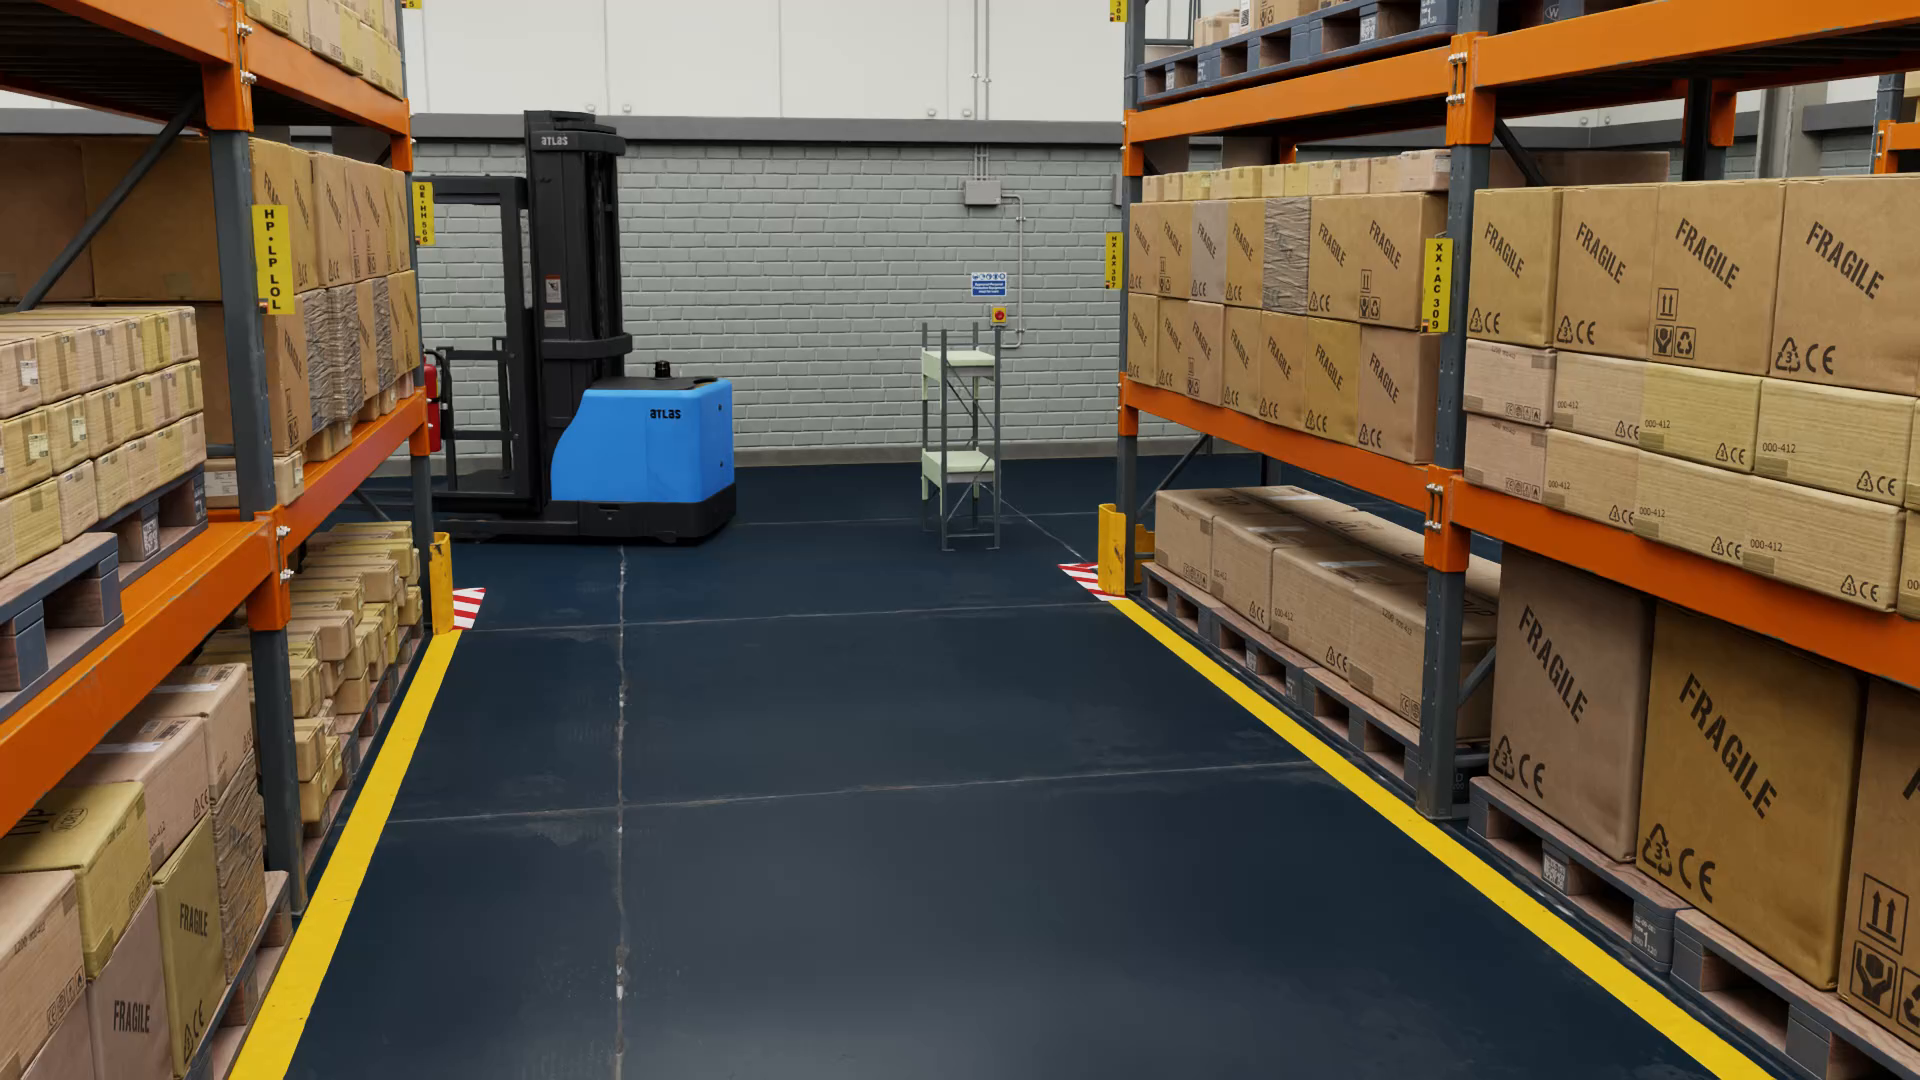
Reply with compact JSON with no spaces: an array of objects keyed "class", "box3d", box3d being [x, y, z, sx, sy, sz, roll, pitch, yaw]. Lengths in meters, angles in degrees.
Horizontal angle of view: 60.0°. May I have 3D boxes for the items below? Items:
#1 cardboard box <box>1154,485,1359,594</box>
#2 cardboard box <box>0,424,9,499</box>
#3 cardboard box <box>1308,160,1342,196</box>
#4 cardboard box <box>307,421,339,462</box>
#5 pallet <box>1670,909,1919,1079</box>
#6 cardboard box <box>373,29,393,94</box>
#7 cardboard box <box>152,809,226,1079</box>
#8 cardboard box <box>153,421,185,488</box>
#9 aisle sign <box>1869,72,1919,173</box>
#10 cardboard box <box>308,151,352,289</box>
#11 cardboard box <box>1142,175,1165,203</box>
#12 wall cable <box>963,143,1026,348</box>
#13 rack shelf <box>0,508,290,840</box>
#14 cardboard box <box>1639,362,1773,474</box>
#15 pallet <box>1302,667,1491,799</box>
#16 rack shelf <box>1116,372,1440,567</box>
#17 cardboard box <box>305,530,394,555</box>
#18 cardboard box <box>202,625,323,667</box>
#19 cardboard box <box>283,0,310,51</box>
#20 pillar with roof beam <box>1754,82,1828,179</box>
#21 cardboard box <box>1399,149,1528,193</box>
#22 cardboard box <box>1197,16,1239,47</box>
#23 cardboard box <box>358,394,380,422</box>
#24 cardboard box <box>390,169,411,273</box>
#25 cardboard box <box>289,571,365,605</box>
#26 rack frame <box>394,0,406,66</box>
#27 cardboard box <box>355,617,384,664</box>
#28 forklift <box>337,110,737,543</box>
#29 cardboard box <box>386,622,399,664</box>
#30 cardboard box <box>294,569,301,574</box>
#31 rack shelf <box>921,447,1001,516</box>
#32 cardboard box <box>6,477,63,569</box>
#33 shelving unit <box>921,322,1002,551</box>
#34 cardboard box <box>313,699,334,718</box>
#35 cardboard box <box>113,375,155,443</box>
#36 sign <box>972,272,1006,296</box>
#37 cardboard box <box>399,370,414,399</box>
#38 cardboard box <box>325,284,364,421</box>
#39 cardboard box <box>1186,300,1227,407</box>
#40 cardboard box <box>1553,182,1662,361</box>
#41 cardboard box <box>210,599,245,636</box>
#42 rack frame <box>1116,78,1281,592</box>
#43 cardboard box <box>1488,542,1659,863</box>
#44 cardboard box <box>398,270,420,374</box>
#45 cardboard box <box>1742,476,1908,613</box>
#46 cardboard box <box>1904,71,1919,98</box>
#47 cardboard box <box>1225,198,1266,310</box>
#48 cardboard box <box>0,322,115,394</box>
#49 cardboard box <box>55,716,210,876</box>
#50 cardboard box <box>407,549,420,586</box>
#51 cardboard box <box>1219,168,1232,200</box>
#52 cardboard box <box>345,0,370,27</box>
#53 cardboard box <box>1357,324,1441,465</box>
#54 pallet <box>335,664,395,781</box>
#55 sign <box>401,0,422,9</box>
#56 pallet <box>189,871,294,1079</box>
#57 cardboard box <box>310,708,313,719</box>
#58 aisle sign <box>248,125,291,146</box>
[{"class":"cardboard box","box3d":[1.673,-0.016,9.489,0.875,0.438,0.875,-3,11,-13]},{"class":"cardboard box","box3d":[-2.039,-0.131,3.114,0.380,0.149,0.250,-2,11,-9]},{"class":"cardboard box","box3d":[1.718,-1.545,7.116,0.380,0.149,0.250,-2,11,-11]},{"class":"cardboard box","box3d":[-2.604,-0.385,6.367,0.380,0.149,0.250,-2,11,-10]},{"class":"pallet","box3d":[2.689,1.280,4.405,1.003,0.211,1.213,-2,11,-11]},{"class":"cardboard box","box3d":[-2.935,-2.220,7.718,0.500,0.250,0.500,-2,11,-11]},{"class":"cardboard box","box3d":[-2.121,0.988,4.043,0.500,0.500,0.500,-2,11,-12]},{"class":"cardboard box","box3d":[-2.289,-0.224,4.397,0.380,0.149,0.250,-2,11,-11]},{"class":"aisle sign","box3d":[6.013,-2.646,10.624,0.394,0.787,0.004,-2,11,-11]},{"class":"cardboard box","box3d":[-2.644,-1.220,6.347,0.500,0.500,0.500,-2,11,-10]},{"class":"cardboard box","box3d":[1.244,-1.970,9.347,0.380,0.149,0.250,-2,11,-10]},{"class":"wall cable","box3d":[0.327,-2.734,15.237,0.585,1.953,0.123,-2,11,-11]},{"class":"rack shelf","box3d":[-2.223,0.466,3.148,1.077,0.370,4.000,-2,11,-11]},{"class":"cardboard box","box3d":[2.234,-0.345,4.552,0.500,0.250,0.500,-2,11,-10]},{"class":"pallet","box3d":[2.153,0.775,7.060,1.003,0.211,1.213,-2,11,-11]},{"class":"rack shelf","box3d":[1.835,-0.466,8.046,1.077,0.370,4.000,-2,11,-11]},{"class":"cardboard box","box3d":[-3.046,0.050,8.320,0.380,0.149,0.250,-2,11,-10]},{"class":"cardboard box","box3d":[-2.642,0.433,6.309,0.380,0.149,0.250,-2,11,-12]},{"class":"cardboard box","box3d":[-2.549,-1.840,5.719,0.500,0.250,0.500,-2,11,-12]},{"class":"pillar with roof beam","box3d":[2.451,-4.685,12.245,9.100,9.000,0.400,-2,11,-11]},{"class":"cardboard box","box3d":[1.852,-1.356,6.124,0.380,0.149,0.250,-2,11,-12]},{"class":"cardboard box","box3d":[1.432,-2.584,8.508,0.380,0.149,0.250,-2,11,-9]},{"class":"cardboard box","box3d":[-2.879,-0.627,7.639,0.380,0.149,0.250,-3,11,-14]},{"class":"cardboard box","box3d":[-3.057,-1.599,8.339,0.500,0.500,0.500,-2,11,-12]},{"class":"cardboard box","box3d":[-2.833,0.243,7.309,0.380,0.149,0.250,-3,11,-13]},{"class":"rack frame","box3d":[-3.390,-3.935,8.302,1.000,3.000,0.127,-2,11,-11]},{"class":"cardboard box","box3d":[-2.678,0.434,7.101,0.380,0.149,0.250,-2,11,-10]},{"class":"forklift","box3d":[-3.207,-1.514,11.814,3.031,2.935,1.130,1,11,7]},{"class":"cardboard box","box3d":[-2.795,0.480,7.654,0.380,0.149,0.250,-3,11,-14]},{"class":"cardboard box","box3d":[-3.540,0.166,8.508,0.380,0.149,0.250,-2,11,-9]},{"class":"rack shelf","box3d":[0.001,-0.415,11.611,0.431,0.370,0.720,-2,11,-11]},{"class":"cardboard box","box3d":[-2.084,-0.032,3.393,0.380,0.149,0.250,-2,11,-9]},{"class":"shelving unit","box3d":[0.001,-0.736,11.550,0.431,1.500,0.755,-2,11,-11]},{"class":"cardboard box","box3d":[-2.617,0.725,6.369,0.380,0.149,0.250,-2,11,-12]},{"class":"cardboard box","box3d":[-2.243,-0.323,4.126,0.380,0.149,0.250,-2,11,-9]},{"class":"sign","box3d":[0.267,-2.362,15.359,0.327,0.218,0.001,-2,11,-11]},{"class":"cardboard box","box3d":[-3.049,-0.815,8.626,0.380,0.149,0.250,-2,11,-11]},{"class":"cardboard box","box3d":[-2.627,-0.733,6.464,0.500,0.500,0.500,-2,11,-12]},{"class":"cardboard box","box3d":[1.465,-0.951,8.403,0.500,0.500,0.500,-2,11,-11]},{"class":"cardboard box","box3d":[2.154,-0.809,4.985,0.500,0.500,0.500,-2,11,-11]},{"class":"cardboard box","box3d":[-3.203,0.306,6.976,0.380,0.149,0.250,-2,11,-11]},{"class":"rack frame","box3d":[1.446,-1.186,9.906,1.000,3.000,0.127,-2,11,-11]},{"class":"cardboard box","box3d":[2.423,0.496,5.629,0.875,0.875,0.875,-2,11,-9]},{"class":"cardboard box","box3d":[-3.050,-1.110,8.442,0.500,0.500,0.500,-2,11,-10]},{"class":"cardboard box","box3d":[2.325,-0.007,4.112,0.500,0.250,0.500,-2,11,-12]},{"class":"cardboard box","box3d":[6.133,-2.822,10.084,0.500,0.250,0.500,-2,11,-12]},{"class":"cardboard box","box3d":[1.573,-1.348,7.814,0.500,0.500,0.500,-2,11,-11]},{"class":"cardboard box","box3d":[-2.189,-0.418,3.826,0.380,0.149,0.250,-2,11,-11]},{"class":"cardboard box","box3d":[-2.132,0.622,3.965,0.500,0.250,0.500,-2,11,-8]},{"class":"cardboard box","box3d":[-3.007,0.147,8.608,0.380,0.149,0.250,-2,11,-13]},{"class":"cardboard box","box3d":[1.482,-1.731,8.094,0.380,0.149,0.250,-2,11,-10]},{"class":"cardboard box","box3d":[-2.853,-2.370,7.168,0.500,0.250,0.500,-2,11,-10]},{"class":"cardboard box","box3d":[1.883,-0.577,6.440,0.500,0.500,0.500,-2,11,-10]},{"class":"pallet","box3d":[-3.018,0.770,7.087,1.003,0.211,1.213,-2,11,-11]},{"class":"sign","box3d":[-2.841,-2.913,8.586,0.100,0.325,0.005,-2,11,-11]},{"class":"pallet","box3d":[-2.459,1.259,4.519,1.003,0.211,1.213,-2,11,-11]},{"class":"cardboard box","box3d":[-2.588,0.629,6.073,0.380,0.149,0.250,-2,11,-11]},{"class":"aisle sign","box3d":[-3.698,-2.267,8.633,0.394,0.787,0.004,-2,11,-11]}]
